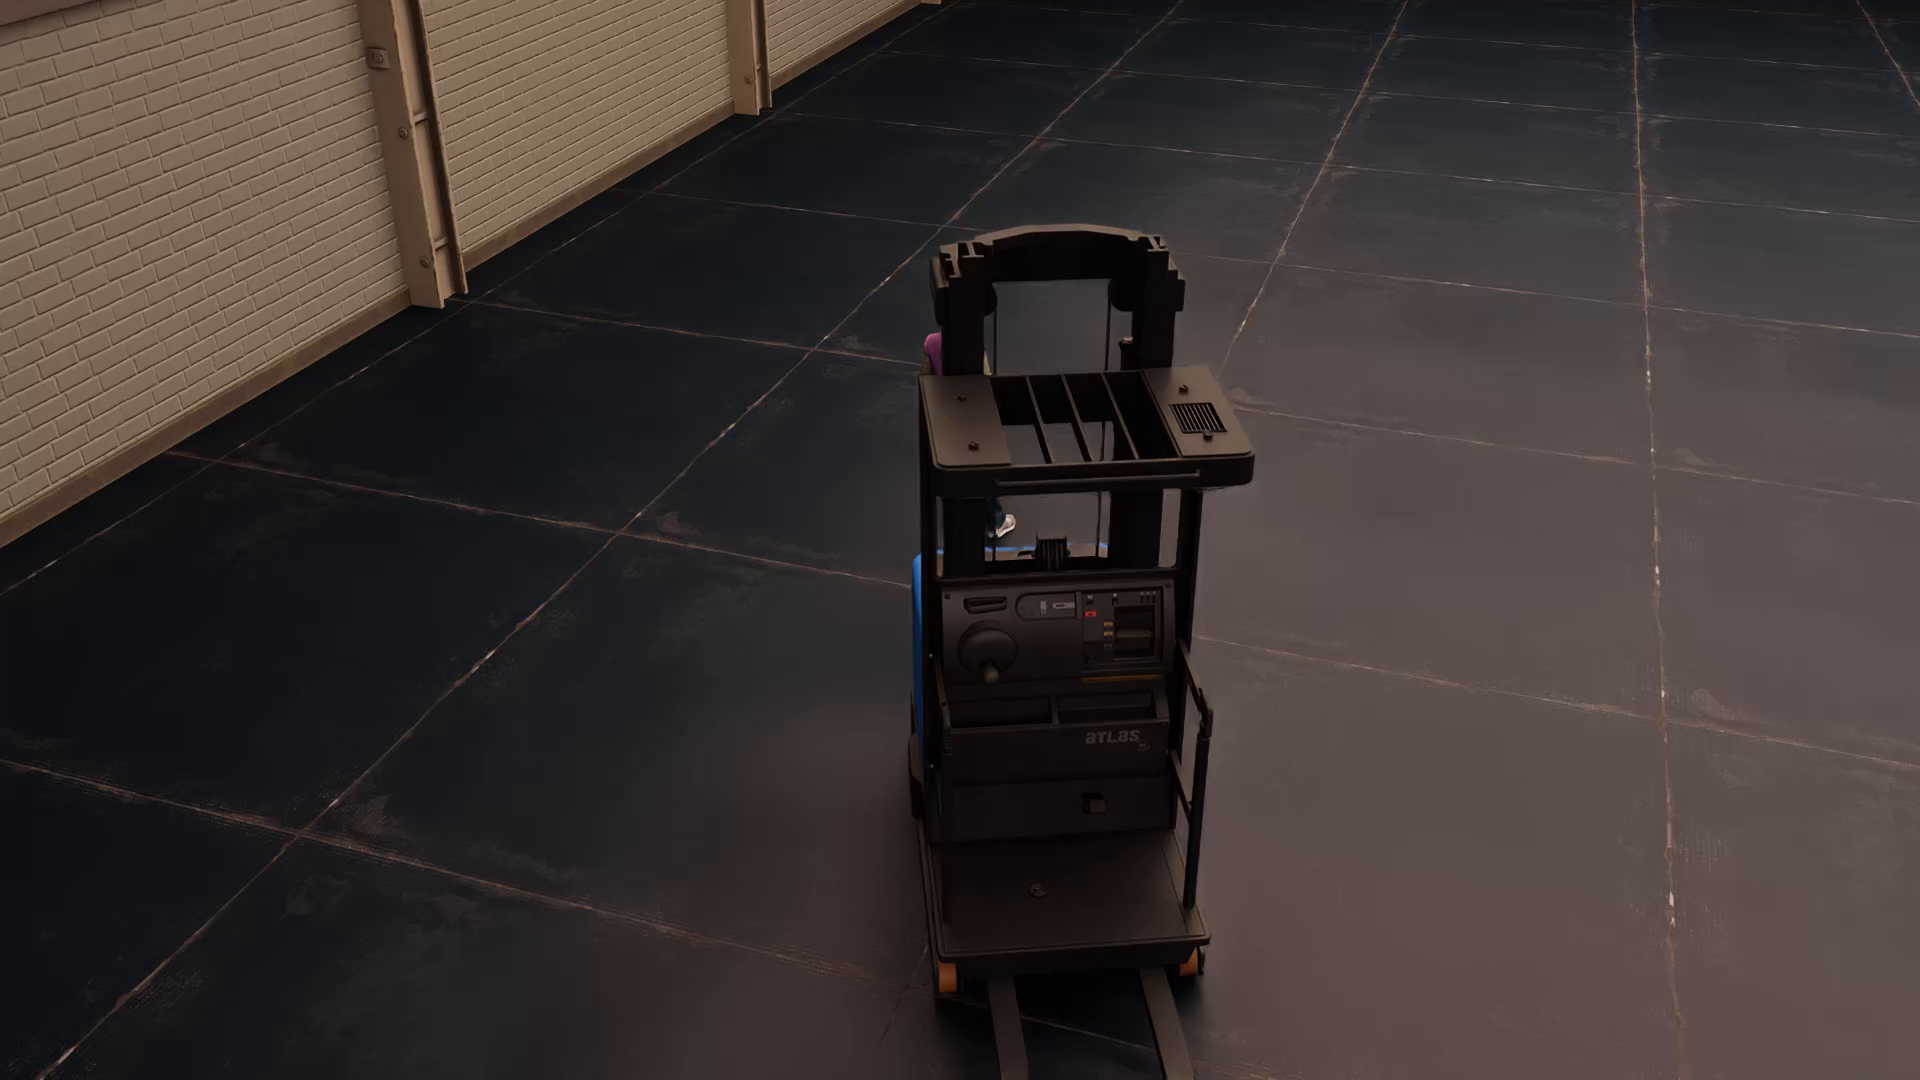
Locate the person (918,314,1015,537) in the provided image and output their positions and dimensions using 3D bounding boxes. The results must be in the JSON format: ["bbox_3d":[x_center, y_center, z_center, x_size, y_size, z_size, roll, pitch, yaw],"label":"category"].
[{"bbox_3d":[0.038,-0.727,9.758,0.520,1.585,0.473,10,31,16],"label":"person"}]

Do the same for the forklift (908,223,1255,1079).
[{"bbox_3d":[0.414,0.410,6.418,1.130,2.935,3.031,-3,30,-5],"label":"forklift"}]
